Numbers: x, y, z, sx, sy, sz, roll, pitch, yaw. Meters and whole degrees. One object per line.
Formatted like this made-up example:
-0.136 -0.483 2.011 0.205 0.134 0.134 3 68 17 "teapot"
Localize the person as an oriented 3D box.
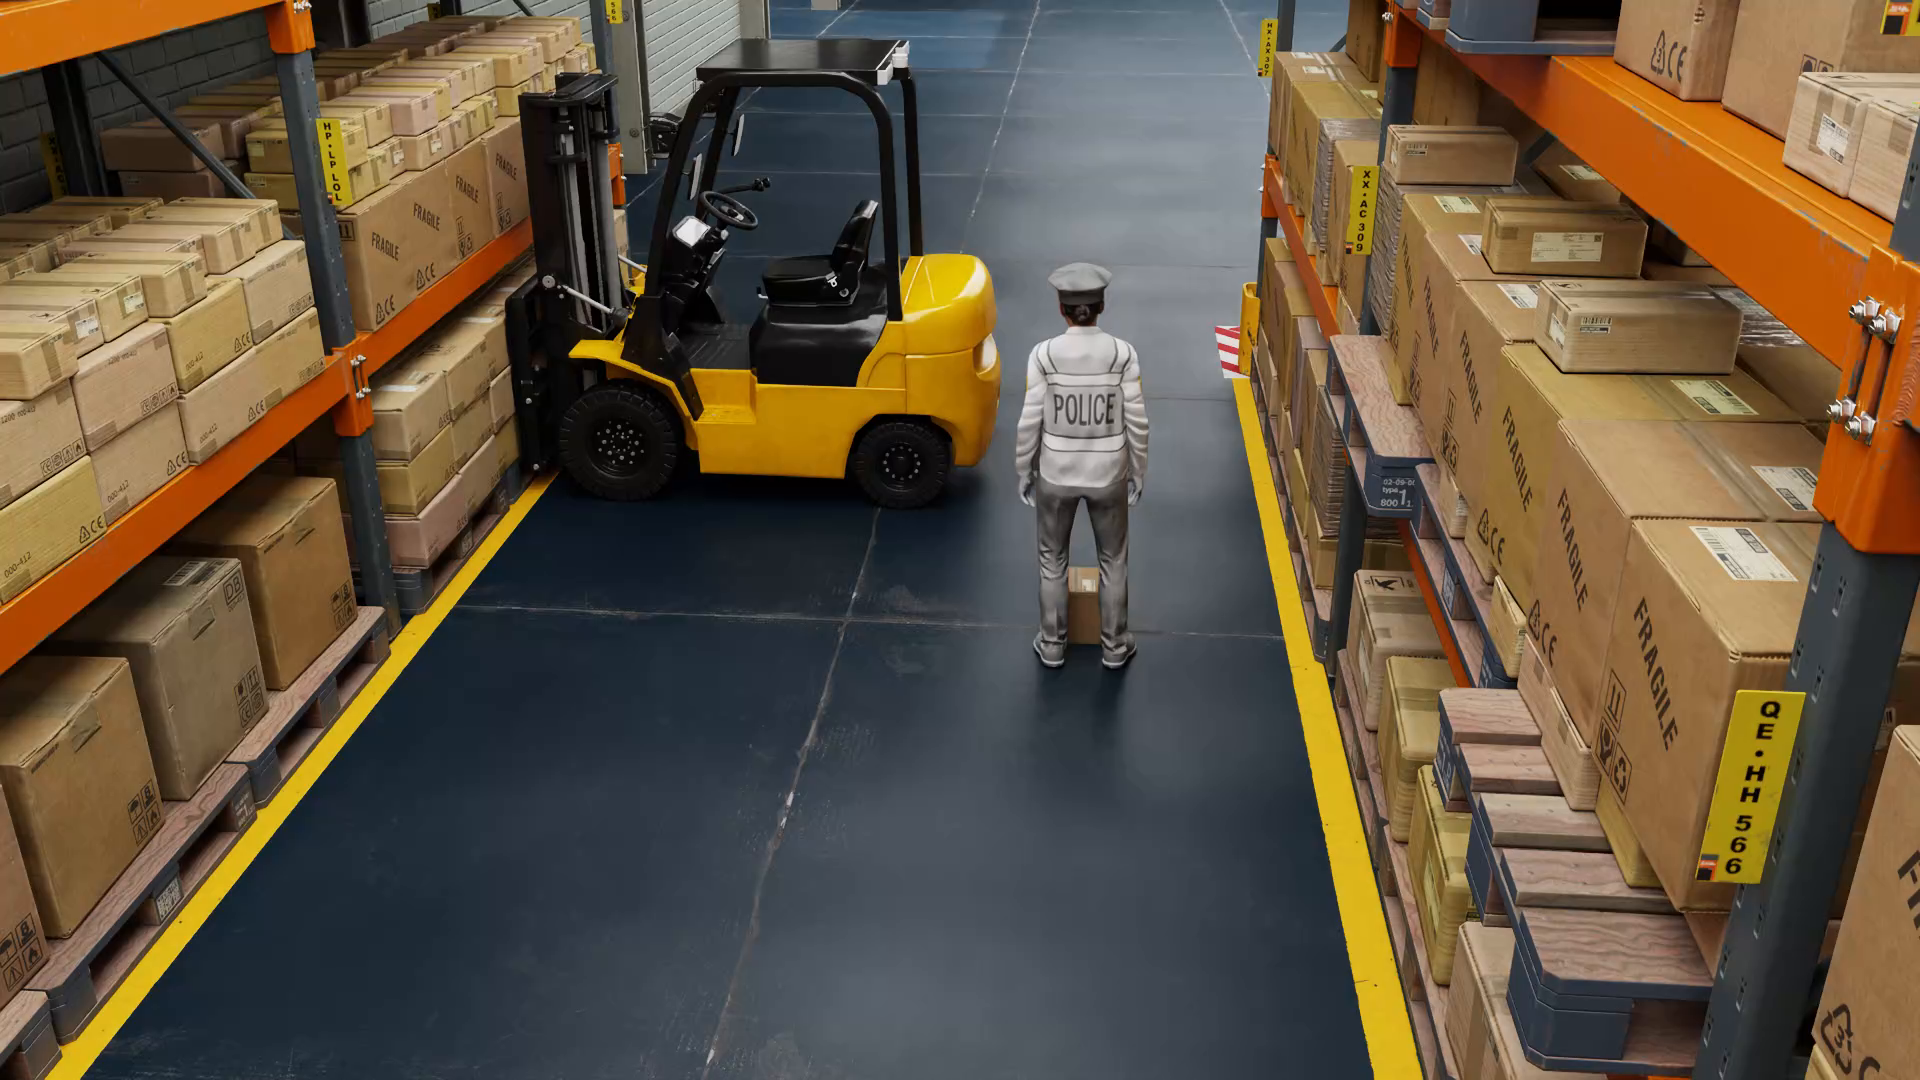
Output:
0.485 -0.258 6.664 0.529 1.662 0.375 1 25 2 "person"
